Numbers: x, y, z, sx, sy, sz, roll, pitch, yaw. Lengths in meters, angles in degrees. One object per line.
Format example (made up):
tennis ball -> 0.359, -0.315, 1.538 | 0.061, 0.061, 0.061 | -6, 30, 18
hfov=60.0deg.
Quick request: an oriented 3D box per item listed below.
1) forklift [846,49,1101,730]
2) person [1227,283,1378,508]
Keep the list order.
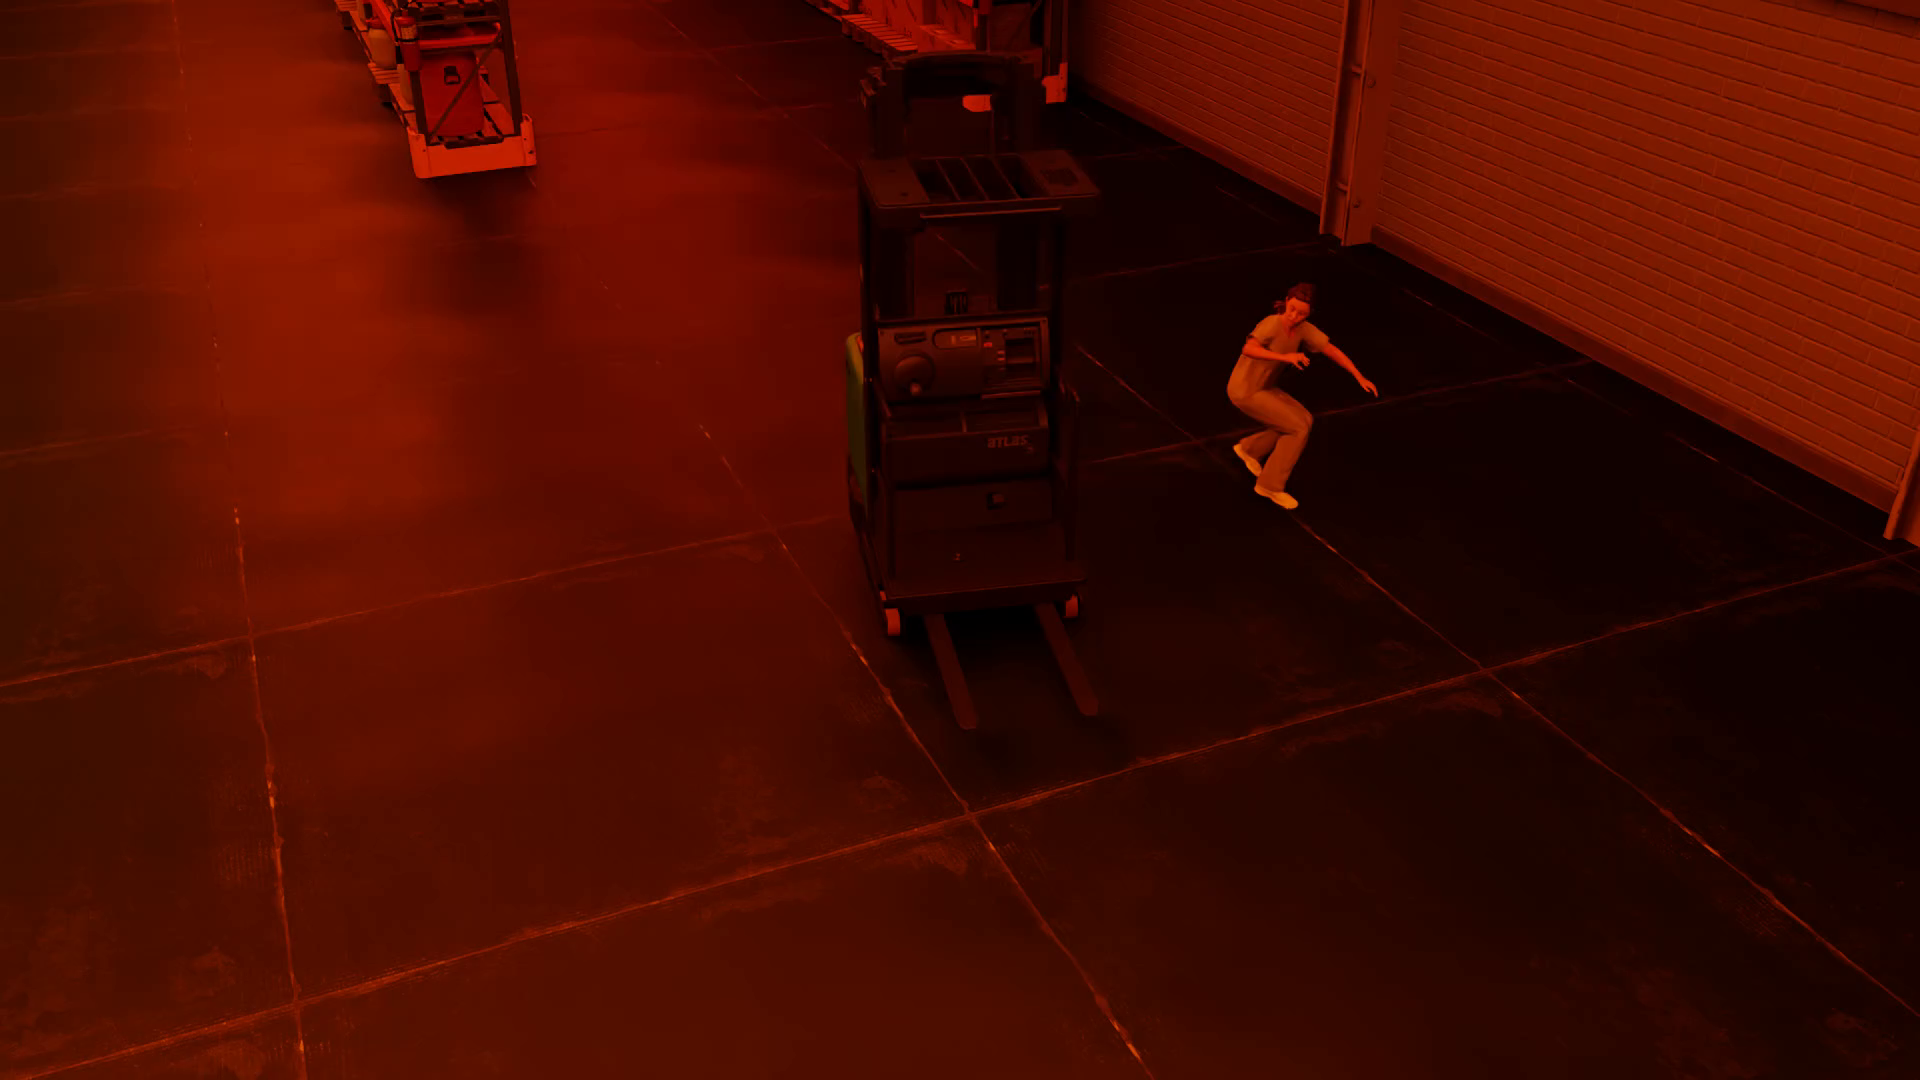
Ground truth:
forklift -> 0.067, -0.934, 8.753 | 1.130, 2.935, 3.031 | -5, 30, -9
person -> 2.067, -0.885, 10.224 | 0.877, 1.387, 0.686 | 16, 33, 25
